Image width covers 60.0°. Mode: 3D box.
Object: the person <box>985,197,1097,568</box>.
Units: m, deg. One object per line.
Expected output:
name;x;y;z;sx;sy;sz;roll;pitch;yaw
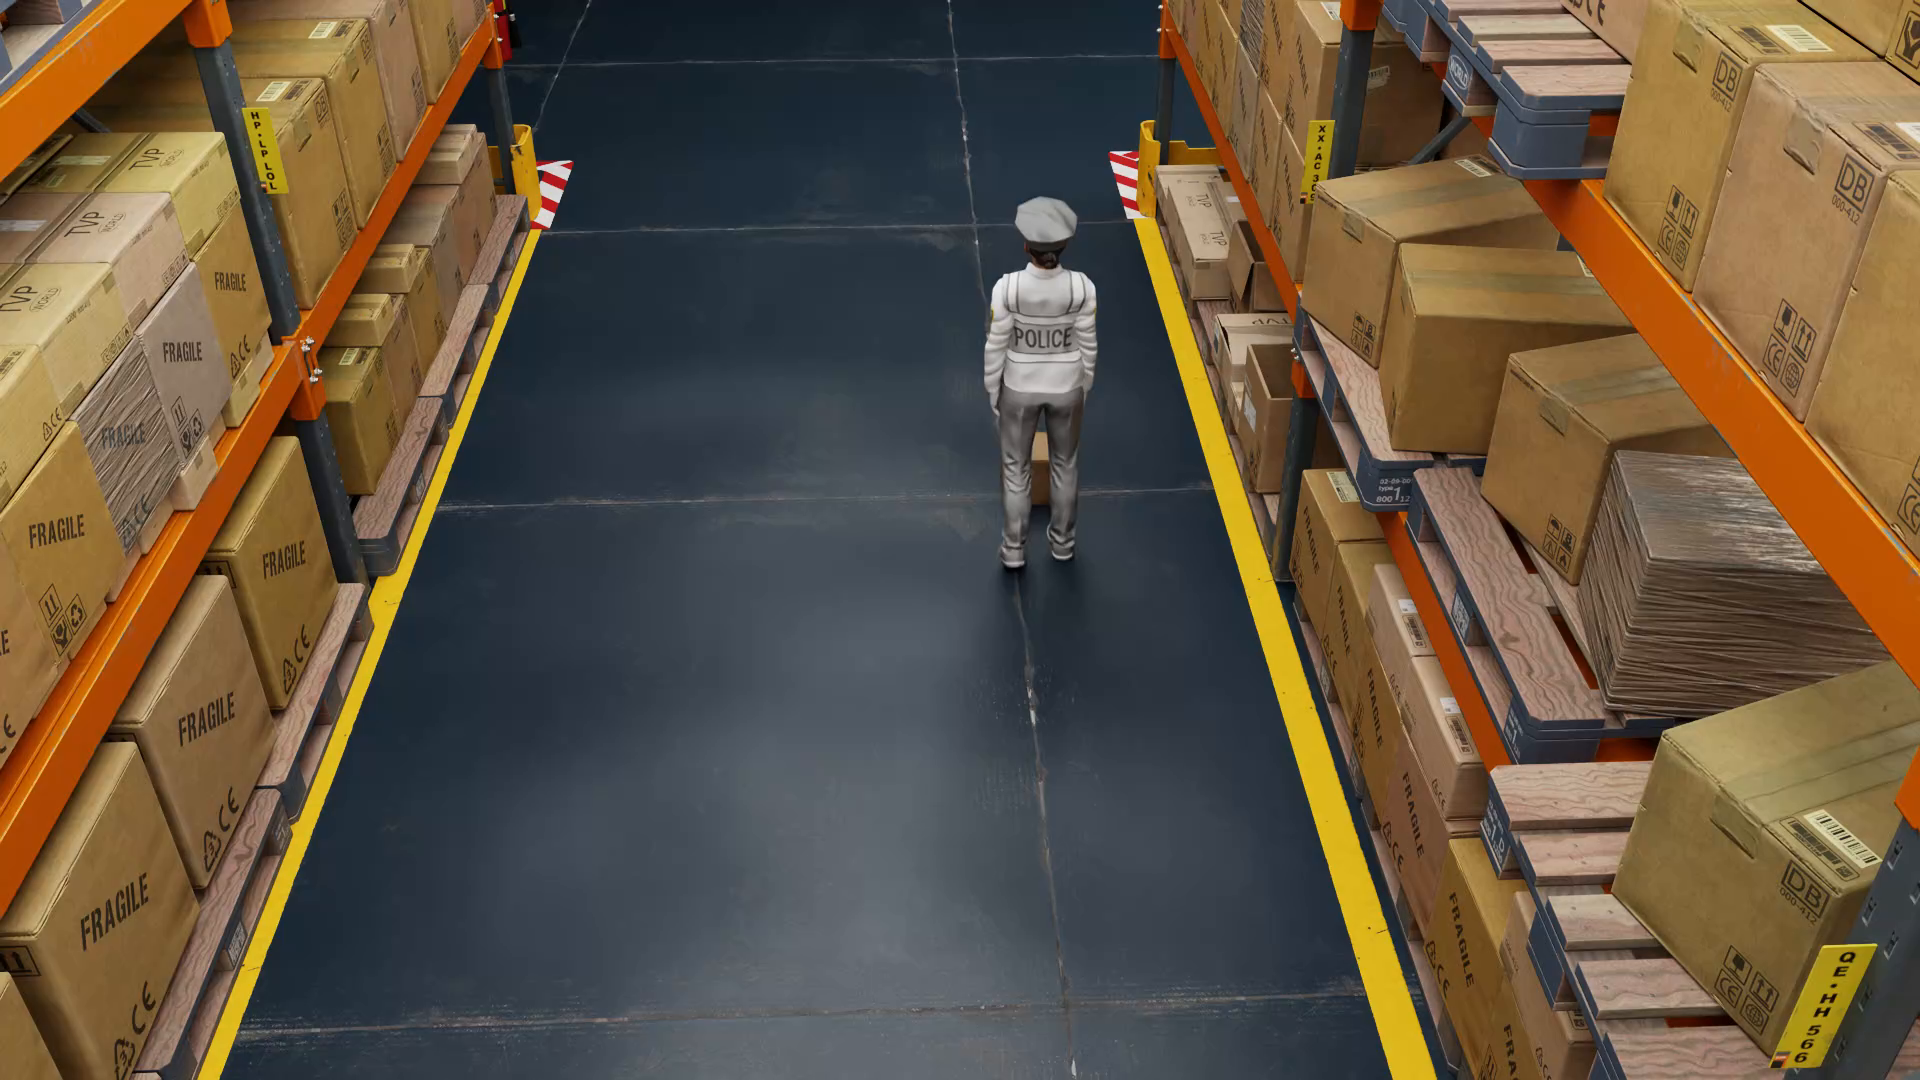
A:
person;0.335;-0.621;7.041;0.466;1.718;0.357;-1;35;-1
